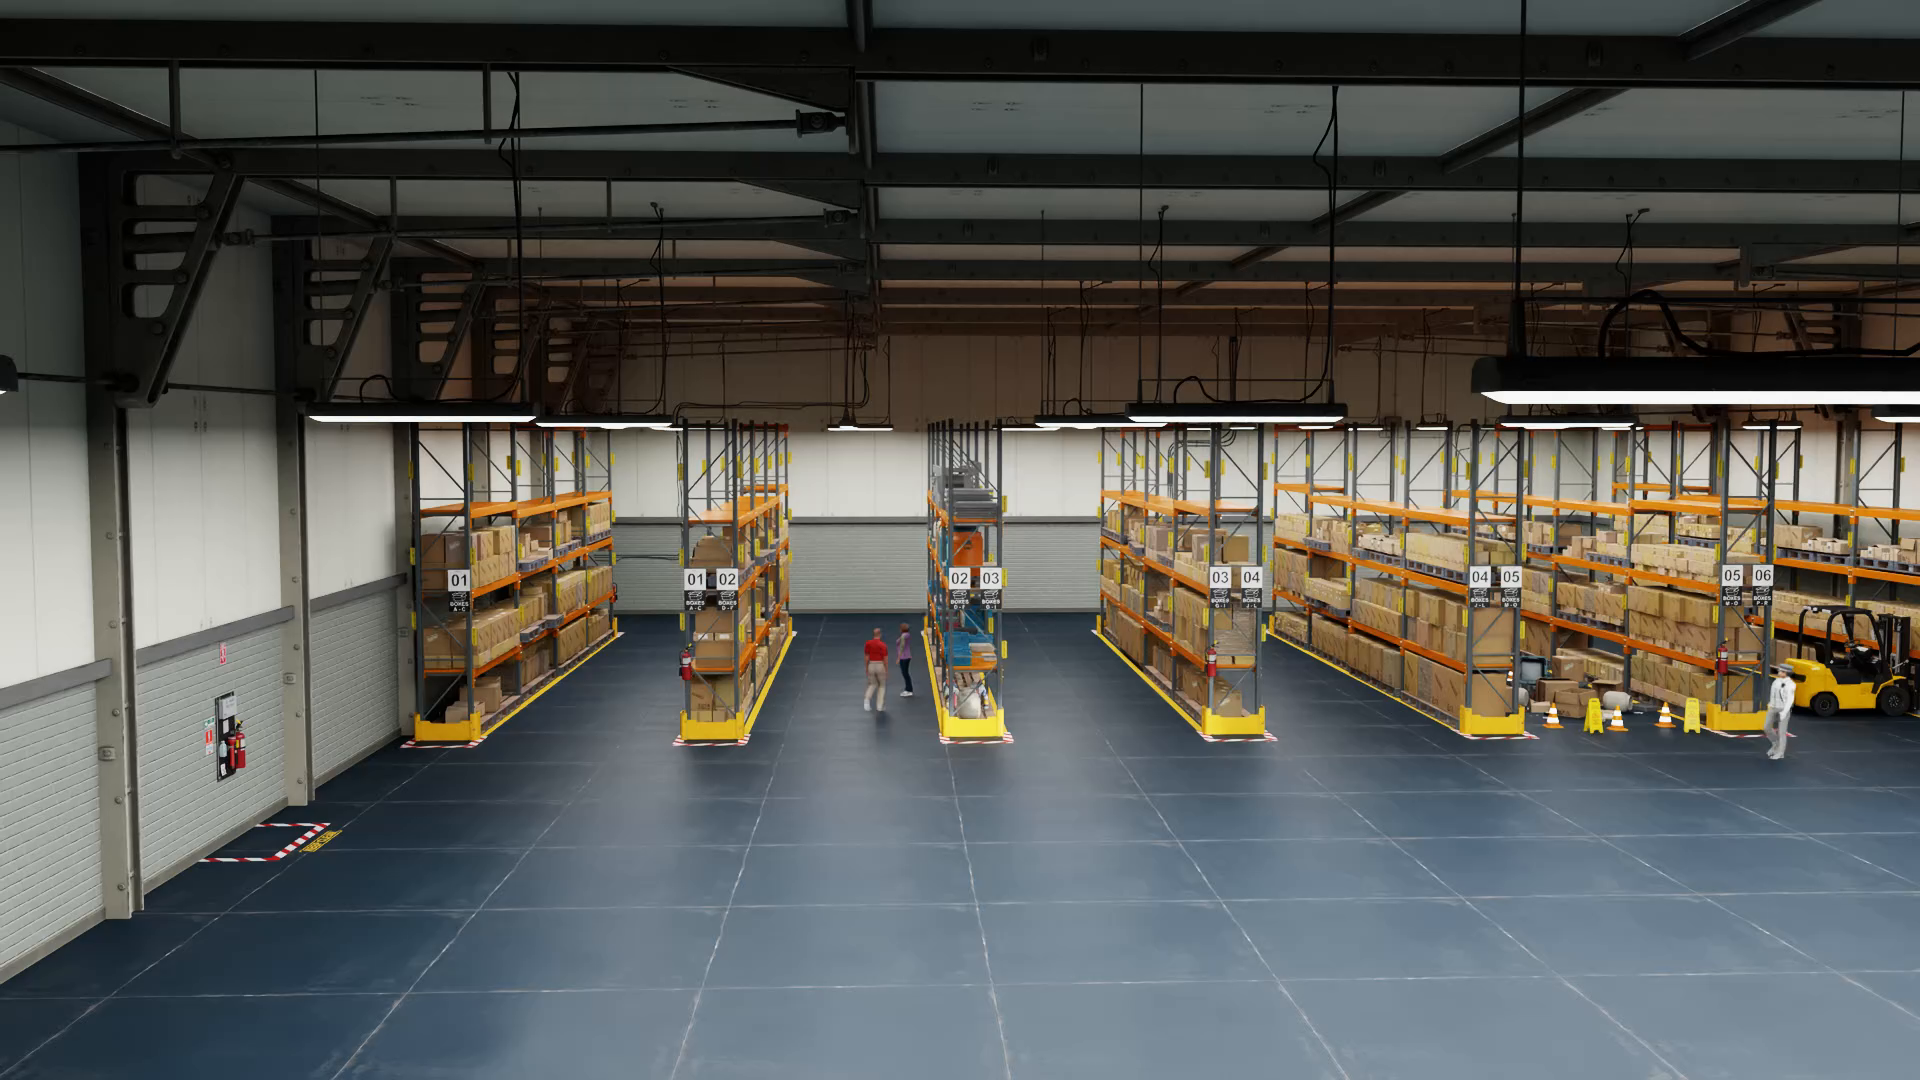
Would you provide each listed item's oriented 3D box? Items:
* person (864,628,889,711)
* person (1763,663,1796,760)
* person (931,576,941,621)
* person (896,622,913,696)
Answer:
[{"bbox_3d":[-1.722,2.665,34.120,0.548,1.714,0.609,2,4,26],"label":"person"},{"bbox_3d":[14.437,3.013,29.327,0.479,1.685,0.554,-2,4,-25],"label":"person"},{"bbox_3d":[-0.497,1.663,49.462,0.700,1.764,0.584,3,5,39],"label":"person"},{"bbox_3d":[-1.204,2.606,36.284,0.347,1.620,0.467,1,4,15],"label":"person"}]
